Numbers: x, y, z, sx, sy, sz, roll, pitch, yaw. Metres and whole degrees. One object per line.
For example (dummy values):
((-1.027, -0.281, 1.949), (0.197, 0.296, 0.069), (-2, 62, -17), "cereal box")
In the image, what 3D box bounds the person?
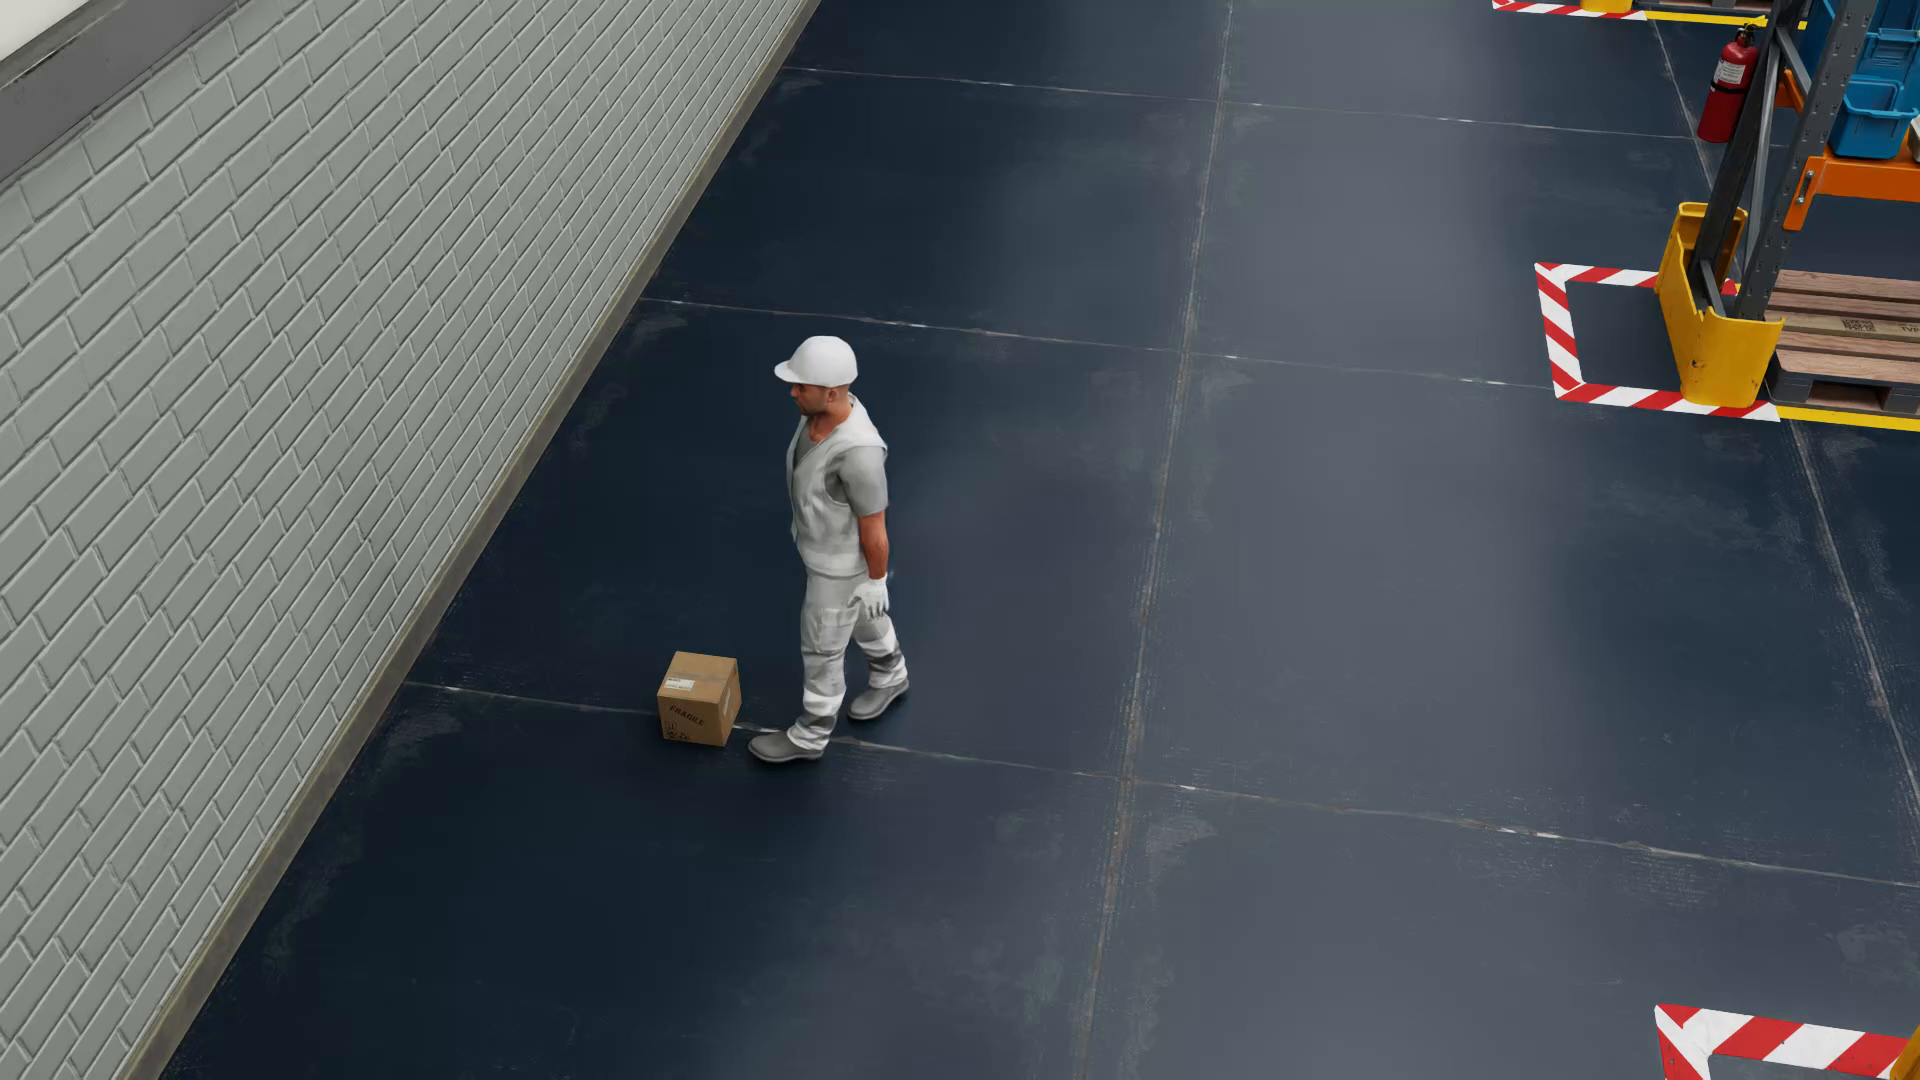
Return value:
((-0.518, 0.050, 6.075), (0.708, 1.783, 0.568), (-13, 42, -14), "person")
